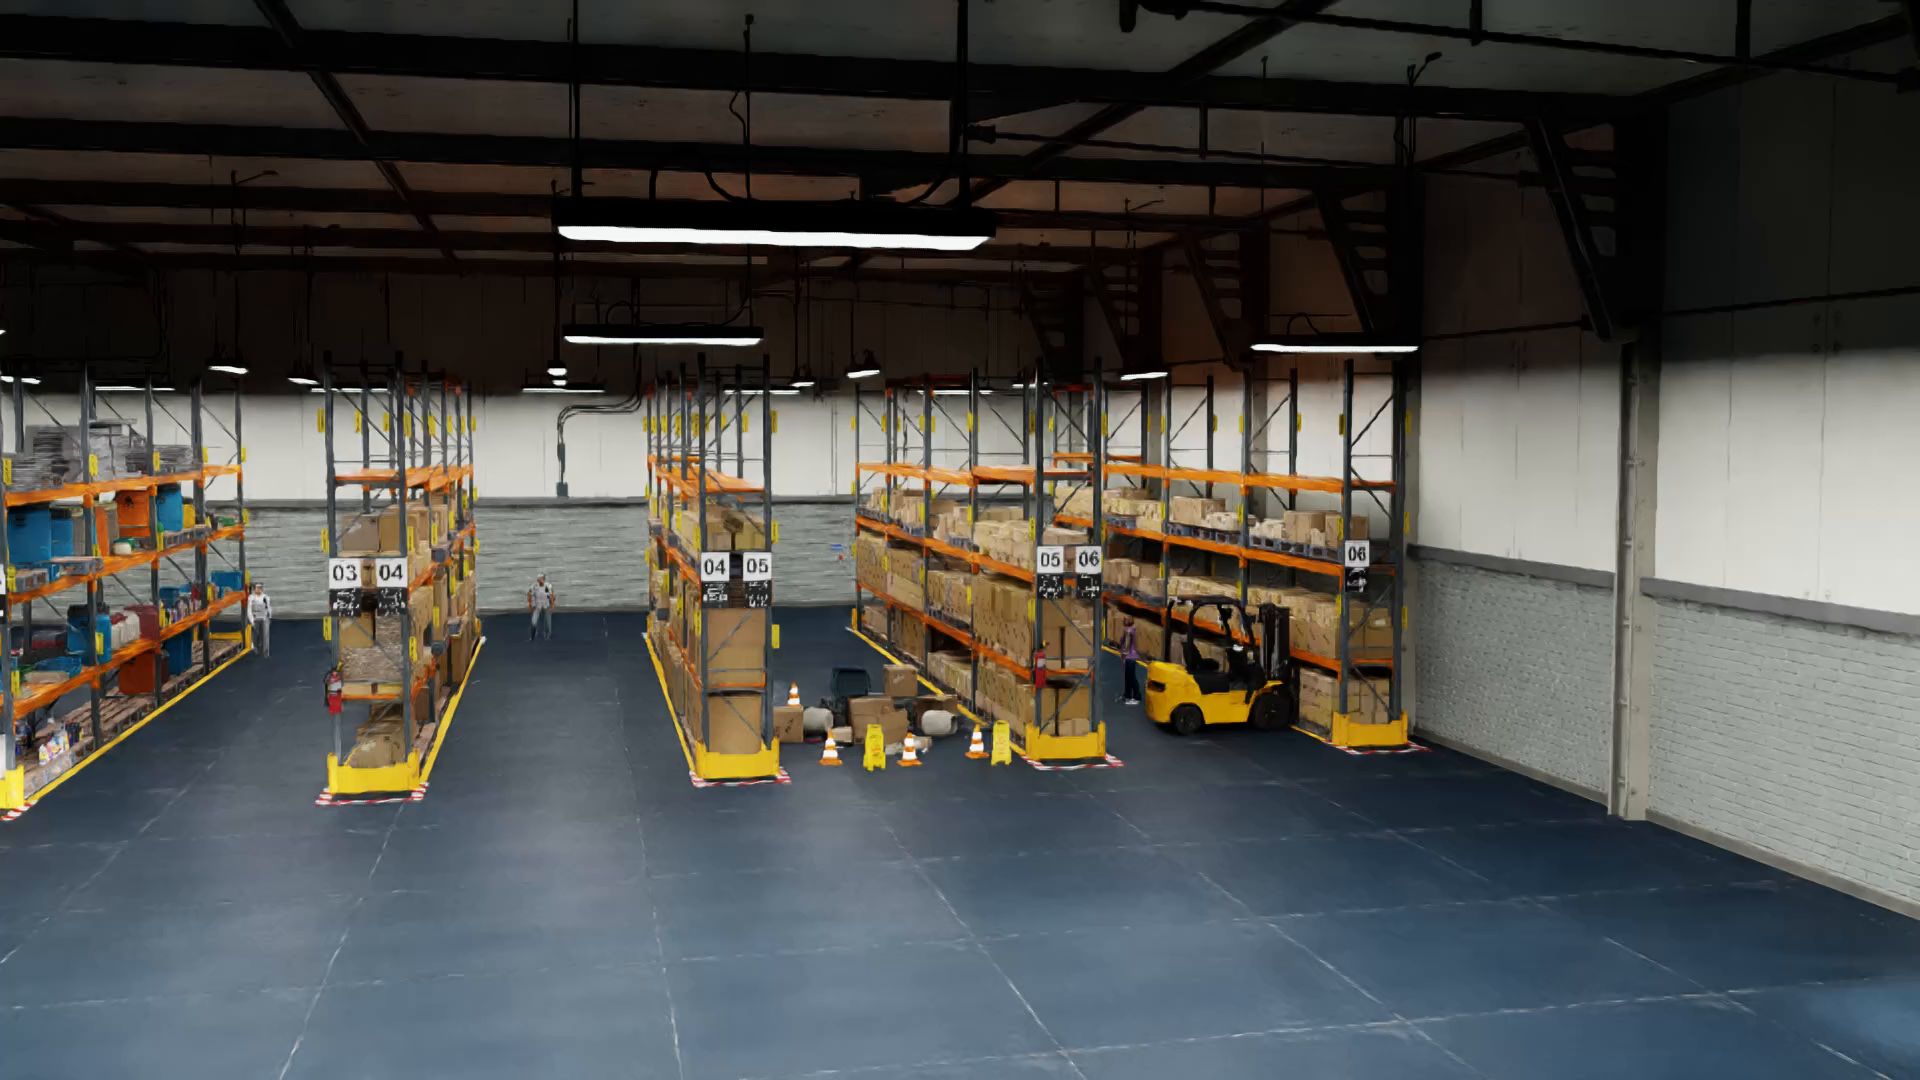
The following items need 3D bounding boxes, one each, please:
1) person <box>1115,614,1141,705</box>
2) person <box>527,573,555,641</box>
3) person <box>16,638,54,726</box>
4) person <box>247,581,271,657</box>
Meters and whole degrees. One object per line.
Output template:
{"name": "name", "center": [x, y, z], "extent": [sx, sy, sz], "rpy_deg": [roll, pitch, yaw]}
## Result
{"name": "person", "center": [3.017, 2.125, 29.768], "extent": [0.511, 1.596, 0.494], "rpy_deg": [1, 4, 17]}
{"name": "person", "center": [-9.648, 1.544, 38.269], "extent": [0.608, 1.611, 0.582], "rpy_deg": [-1, 4, -15]}
{"name": "person", "center": [-15.163, 2.324, 27.221], "extent": [0.440, 1.542, 0.848], "rpy_deg": [0, 4, 4]}
{"name": "person", "center": [-15.086, 1.685, 35.790], "extent": [0.483, 1.621, 0.995], "rpy_deg": [-2, 4, -22]}
